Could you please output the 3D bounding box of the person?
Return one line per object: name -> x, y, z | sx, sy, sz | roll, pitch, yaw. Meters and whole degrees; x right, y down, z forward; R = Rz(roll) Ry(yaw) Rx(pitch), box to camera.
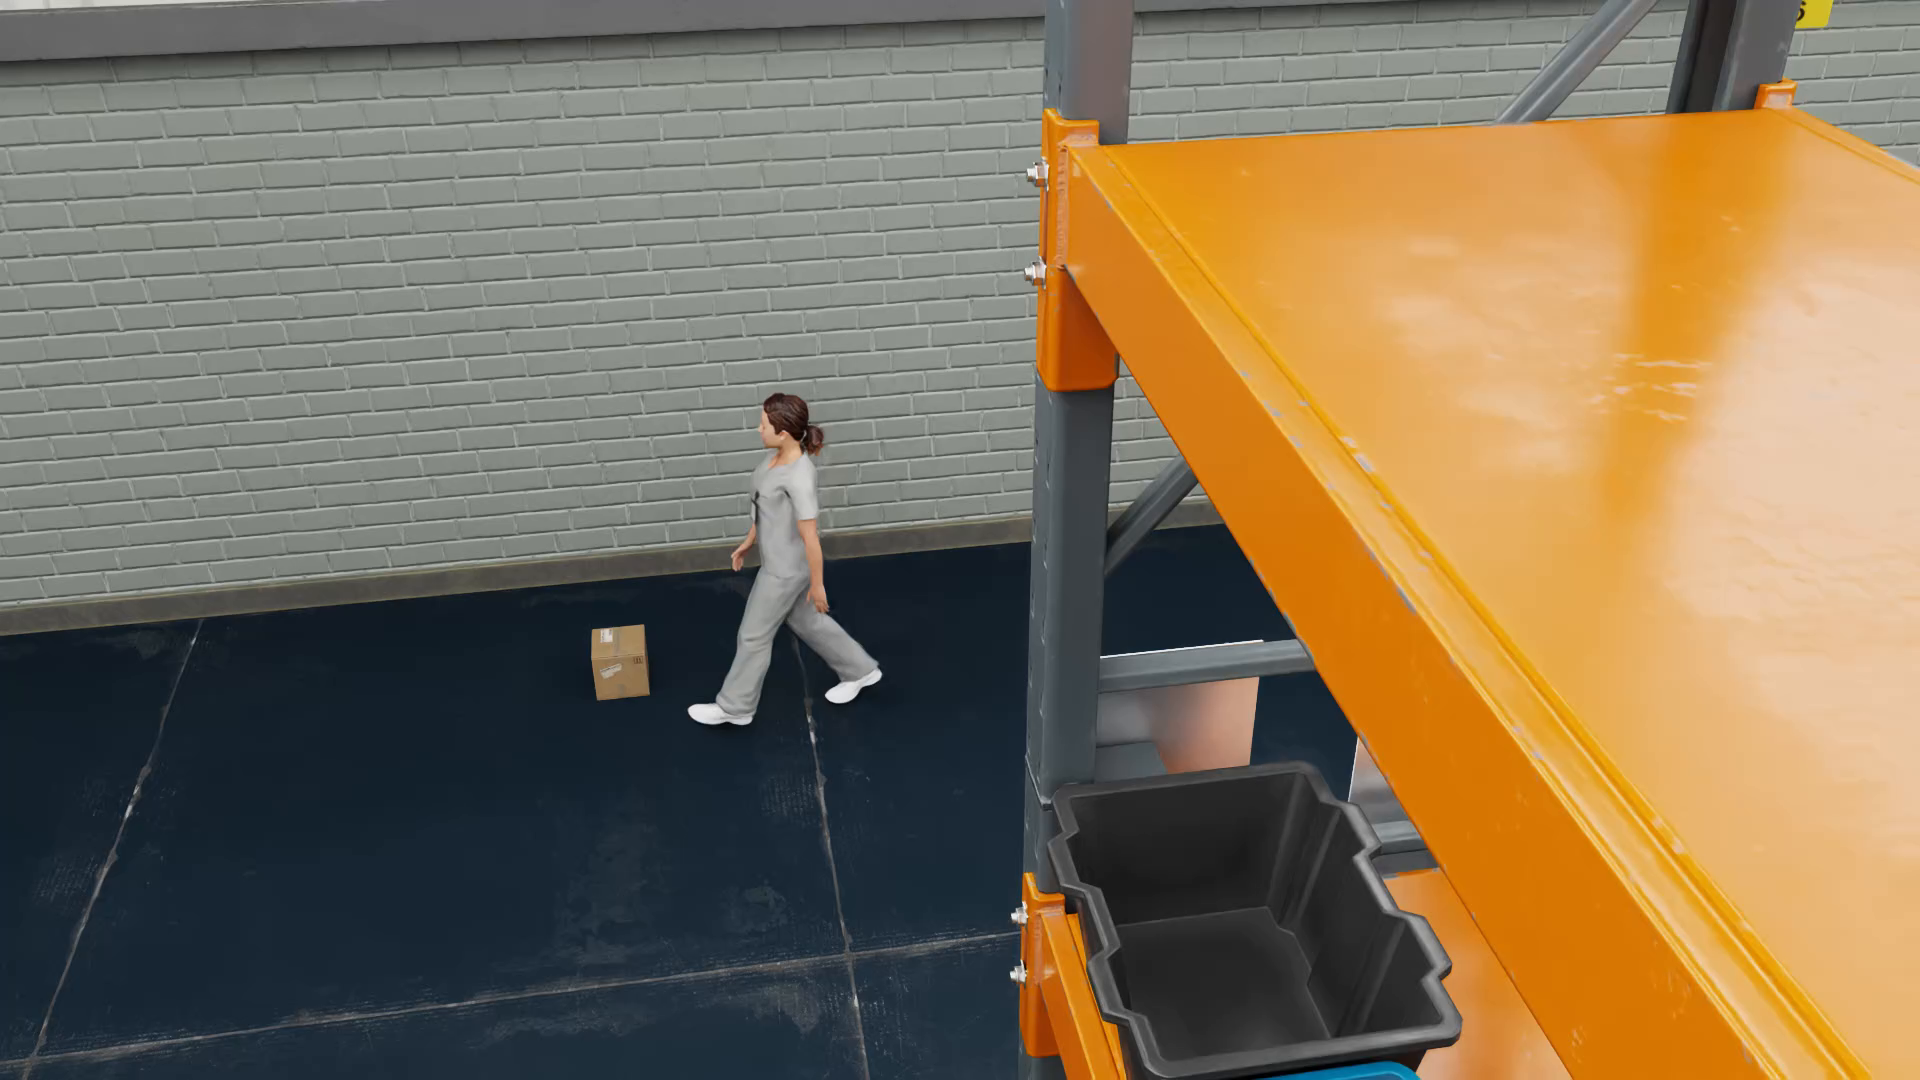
person -> -0.817, 0.103, 7.481 | 0.933, 1.631, 0.502 | -7, 31, -11
